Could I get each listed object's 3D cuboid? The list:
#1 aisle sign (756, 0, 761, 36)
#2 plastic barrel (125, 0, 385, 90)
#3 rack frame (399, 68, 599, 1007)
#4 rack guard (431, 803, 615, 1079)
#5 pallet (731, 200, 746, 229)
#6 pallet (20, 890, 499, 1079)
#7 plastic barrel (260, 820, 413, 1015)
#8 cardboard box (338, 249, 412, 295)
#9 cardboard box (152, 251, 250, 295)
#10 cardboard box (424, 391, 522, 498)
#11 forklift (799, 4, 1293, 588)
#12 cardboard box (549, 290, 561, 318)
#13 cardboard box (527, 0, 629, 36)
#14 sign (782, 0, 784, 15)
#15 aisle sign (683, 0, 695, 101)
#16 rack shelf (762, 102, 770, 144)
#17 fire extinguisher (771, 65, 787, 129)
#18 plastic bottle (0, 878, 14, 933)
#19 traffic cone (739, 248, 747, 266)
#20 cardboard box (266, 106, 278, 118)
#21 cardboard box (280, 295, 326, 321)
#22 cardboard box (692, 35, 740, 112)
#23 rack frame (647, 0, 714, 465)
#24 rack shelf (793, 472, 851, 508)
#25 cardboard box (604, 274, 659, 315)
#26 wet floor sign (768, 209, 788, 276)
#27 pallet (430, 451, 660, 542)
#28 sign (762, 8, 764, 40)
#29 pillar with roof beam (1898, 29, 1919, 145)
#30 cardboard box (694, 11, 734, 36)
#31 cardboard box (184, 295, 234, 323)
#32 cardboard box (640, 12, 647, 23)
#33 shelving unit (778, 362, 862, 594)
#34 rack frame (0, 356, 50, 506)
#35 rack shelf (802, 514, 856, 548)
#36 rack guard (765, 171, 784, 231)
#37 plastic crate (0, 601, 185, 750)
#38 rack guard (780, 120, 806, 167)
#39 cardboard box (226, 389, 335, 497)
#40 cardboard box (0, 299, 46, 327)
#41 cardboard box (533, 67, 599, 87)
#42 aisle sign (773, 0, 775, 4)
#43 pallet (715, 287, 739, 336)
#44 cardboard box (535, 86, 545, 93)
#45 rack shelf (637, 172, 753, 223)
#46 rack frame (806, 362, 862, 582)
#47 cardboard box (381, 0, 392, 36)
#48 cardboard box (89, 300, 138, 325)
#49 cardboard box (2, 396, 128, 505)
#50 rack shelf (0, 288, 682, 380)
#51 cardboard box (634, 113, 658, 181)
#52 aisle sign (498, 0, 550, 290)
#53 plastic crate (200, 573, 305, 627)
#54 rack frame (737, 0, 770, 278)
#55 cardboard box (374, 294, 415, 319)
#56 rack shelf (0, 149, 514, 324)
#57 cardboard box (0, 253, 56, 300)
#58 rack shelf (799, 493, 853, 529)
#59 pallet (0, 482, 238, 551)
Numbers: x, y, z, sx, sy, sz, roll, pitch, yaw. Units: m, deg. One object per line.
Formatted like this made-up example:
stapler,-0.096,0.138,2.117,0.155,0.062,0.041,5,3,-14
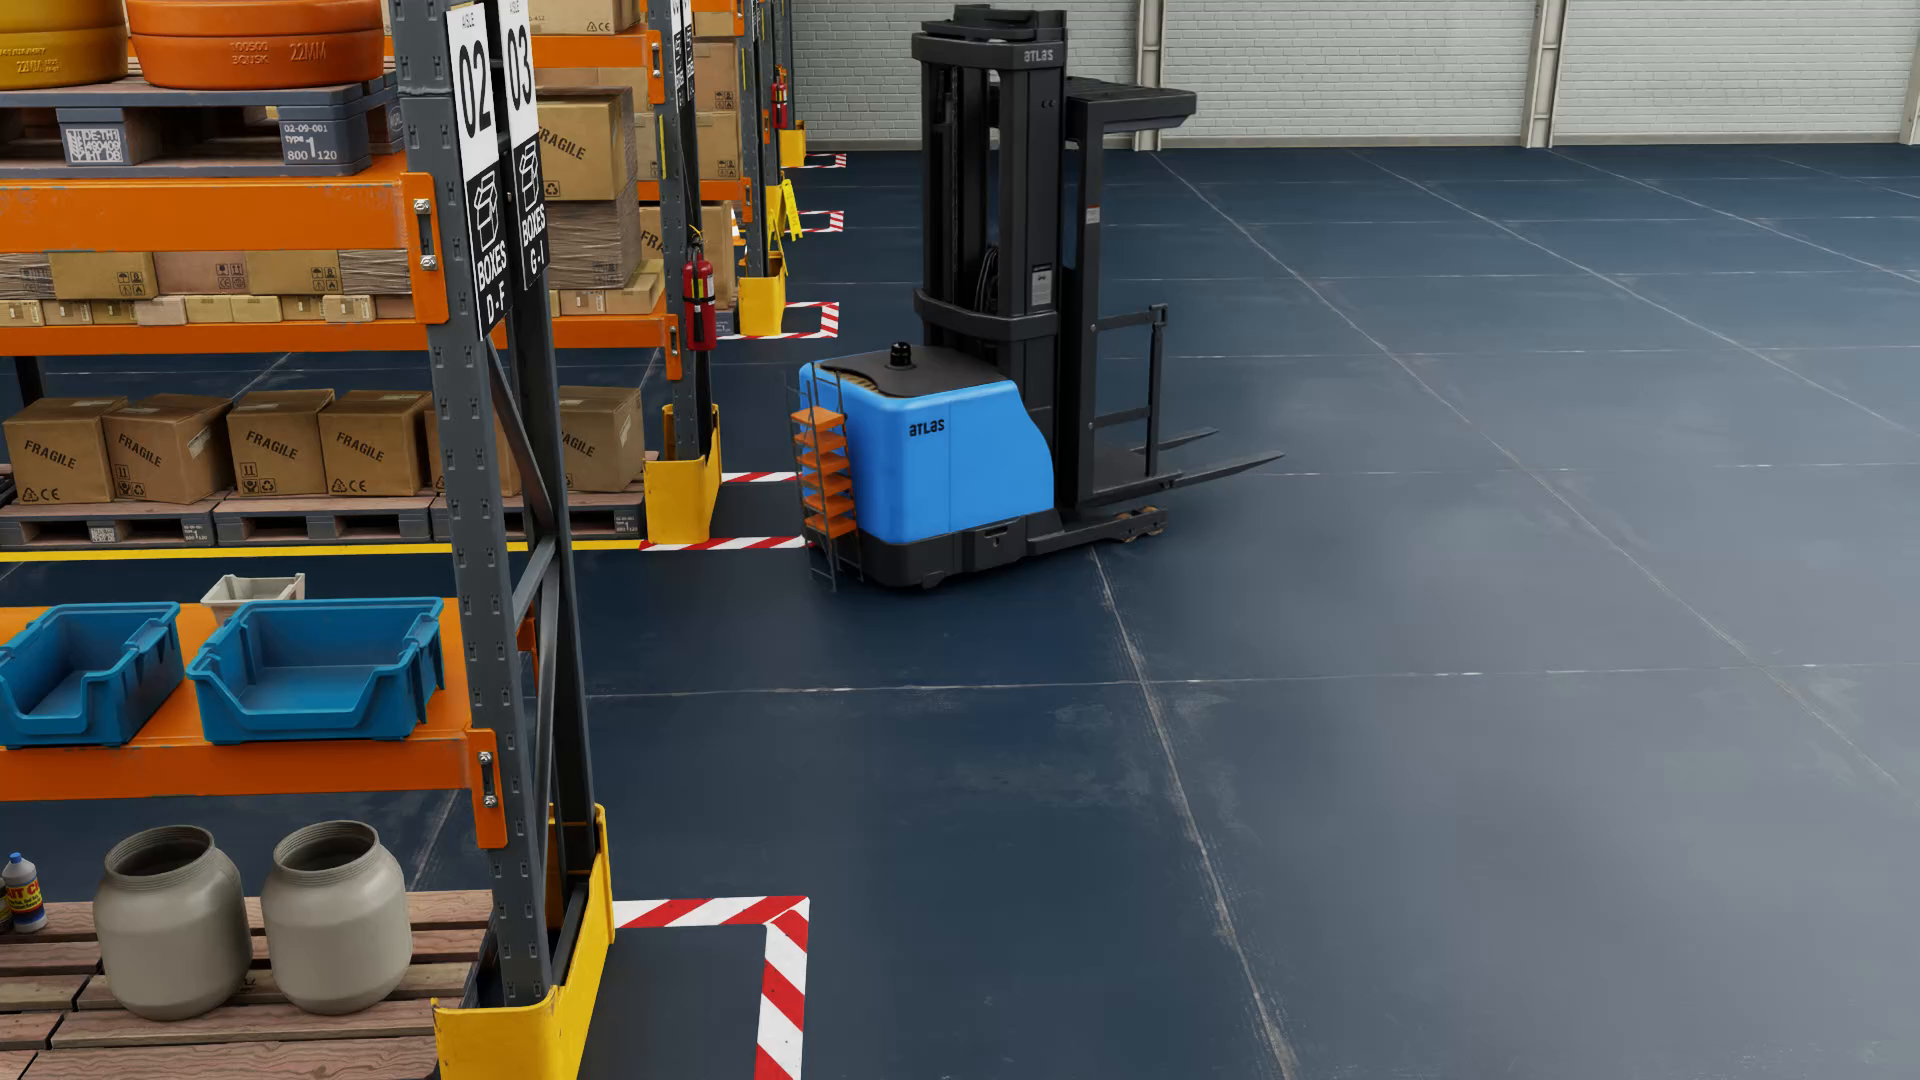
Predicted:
aisle sign,-1.711,-4.673,14.025,0.004,0.787,0.394,-1,21,-3
plastic barrel,-1.777,-1.570,4.120,0.708,0.830,0.600,-1,21,-3
rack frame,-1.299,0.174,4.949,0.127,3.000,1.000,-1,21,-3
rack guard,-1.373,1.360,5.346,0.348,0.500,1.175,-1,21,-3
pallet,-3.037,-3.797,19.299,1.213,0.211,1.003,-1,21,-3
pallet,-2.184,1.510,5.359,1.213,0.211,1.003,-1,21,-3
plastic barrel,-1.952,1.181,5.211,0.421,0.512,0.421,0,21,0
cardboard box,-3.127,-1.723,9.371,0.500,0.500,0.875,-1,21,-3
cardboard box,-4.128,-1.721,9.367,0.500,0.500,0.875,-1,21,-3
cardboard box,-2.801,-0.583,9.859,0.500,0.500,0.500,4,21,11
forklift,0.616,-1.490,9.416,3.031,2.935,1.130,-13,24,-30
cardboard box,-2.351,-1.361,9.333,0.250,0.149,0.380,-1,21,-3
cardboard box,-2.049,-2.817,8.801,0.500,0.250,0.500,-1,21,-2
sign,-2.418,-7.328,22.693,0.005,0.325,0.100,-1,21,-3
aisle sign,-1.537,-2.909,9.391,0.004,0.787,0.394,-1,21,-3
rack shelf,-4.145,-4.729,18.838,4.000,0.370,1.077,-1,21,-3
fire extinguisher,-2.007,-4.909,18.407,0.183,0.674,0.296,-1,21,-3
plastic bottle,-3.231,1.204,5.557,0.097,0.201,0.097,0,21,0
traffic cone,-2.101,-3.066,17.024,0.334,0.463,0.336,-1,21,-3
cardboard box,-3.615,-2.111,8.986,0.500,0.500,0.500,-1,21,-3
cardboard box,-3.600,-1.341,9.281,0.250,0.149,0.380,-1,21,-3
cardboard box,-2.137,-3.931,14.001,0.550,0.550,0.875,-1,21,-3
rack frame,-1.582,-1.586,9.570,0.127,3.000,1.000,-1,21,-3
rack shelf,-0.727,-0.278,8.766,0.180,0.103,0.258,-24,31,-34
cardboard box,-1.855,-1.389,9.407,0.250,0.149,0.380,-1,21,-3
wet floor sign,-1.849,-2.953,16.471,0.232,0.644,0.267,-5,21,-12
pallet,-2.471,-0.277,10.052,1.213,0.211,1.003,-1,21,-3
sign,-2.136,-5.597,18.036,0.005,0.325,0.100,-1,21,-3
pillar with roof beam,15.035,-8.815,20.128,0.400,9.000,9.100,-1,21,-3
cardboard box,-2.645,-5.671,18.337,0.500,0.500,0.700,-2,21,-4
cardboard box,-4.097,-1.319,9.222,0.250,0.149,0.380,-1,21,-3
cardboard box,-3.654,-5.617,18.194,0.500,0.500,0.700,-1,21,-4
shelving unit,-0.732,-0.318,8.747,0.189,1.200,0.258,-24,31,-34
rack frame,-5.576,-1.505,9.357,0.127,3.000,1.000,-1,21,-3
rack shelf,-0.705,-0.062,8.868,0.180,0.103,0.258,-24,31,-34
rack guard,-2.224,-3.936,19.257,0.348,0.500,1.175,-1,21,-3
plastic crate,-2.431,0.371,4.640,0.408,0.251,0.499,-1,21,-3
rack guard,-2.411,-5.702,23.894,0.348,0.500,1.175,-1,21,-3
cardboard box,-3.987,-0.581,9.855,0.500,0.500,0.500,-3,21,-8
cardboard box,-5.093,-1.285,9.134,0.250,0.149,0.380,-1,21,-3
cardboard box,-3.248,-3.924,13.983,0.550,0.550,0.875,-1,21,-3
aisle sign,-2.104,-6.432,18.647,0.004,0.787,0.394,-1,21,-3
pallet,-2.558,-2.003,14.584,1.213,0.211,1.003,-1,21,-3
cardboard box,-2.646,-2.317,9.527,0.500,0.500,0.500,-1,21,-3
rack shelf,-3.761,-2.973,14.225,4.000,0.370,1.077,-1,21,-3
rack frame,-0.662,-0.349,8.798,0.006,1.200,0.240,-24,31,-34
cardboard box,-3.059,-2.799,8.752,0.500,0.250,0.500,-1,21,-2
cardboard box,-4.596,-1.308,9.195,0.250,0.149,0.380,-1,21,-3
cardboard box,-5.174,-0.527,9.711,0.500,0.500,0.500,-2,21,-5
rack shelf,-3.579,-1.209,9.592,4.000,0.370,1.077,-1,21,-3
cardboard box,-2.680,-3.377,14.065,0.550,0.550,0.875,-1,21,-3
aisle sign,-1.244,-1.147,4.764,0.004,0.787,0.394,-1,21,-3
plastic crate,-2.211,0.201,5.249,0.250,0.136,0.298,-1,21,-3
rack frame,-1.764,-3.350,14.204,0.127,3.000,1.000,-1,21,-3
cardboard box,-3.102,-1.358,9.325,0.250,0.149,0.380,-1,21,-3
rack shelf,-3.296,-0.851,4.437,4.000,0.370,1.077,-1,21,-3
cardboard box,-5.123,-1.677,9.253,0.500,0.500,0.875,-1,21,-3
rack shelf,-0.716,-0.170,8.817,0.180,0.103,0.258,-24,31,-34
pallet,-4.907,-0.228,9.922,1.213,0.211,1.003,-1,21,-3
